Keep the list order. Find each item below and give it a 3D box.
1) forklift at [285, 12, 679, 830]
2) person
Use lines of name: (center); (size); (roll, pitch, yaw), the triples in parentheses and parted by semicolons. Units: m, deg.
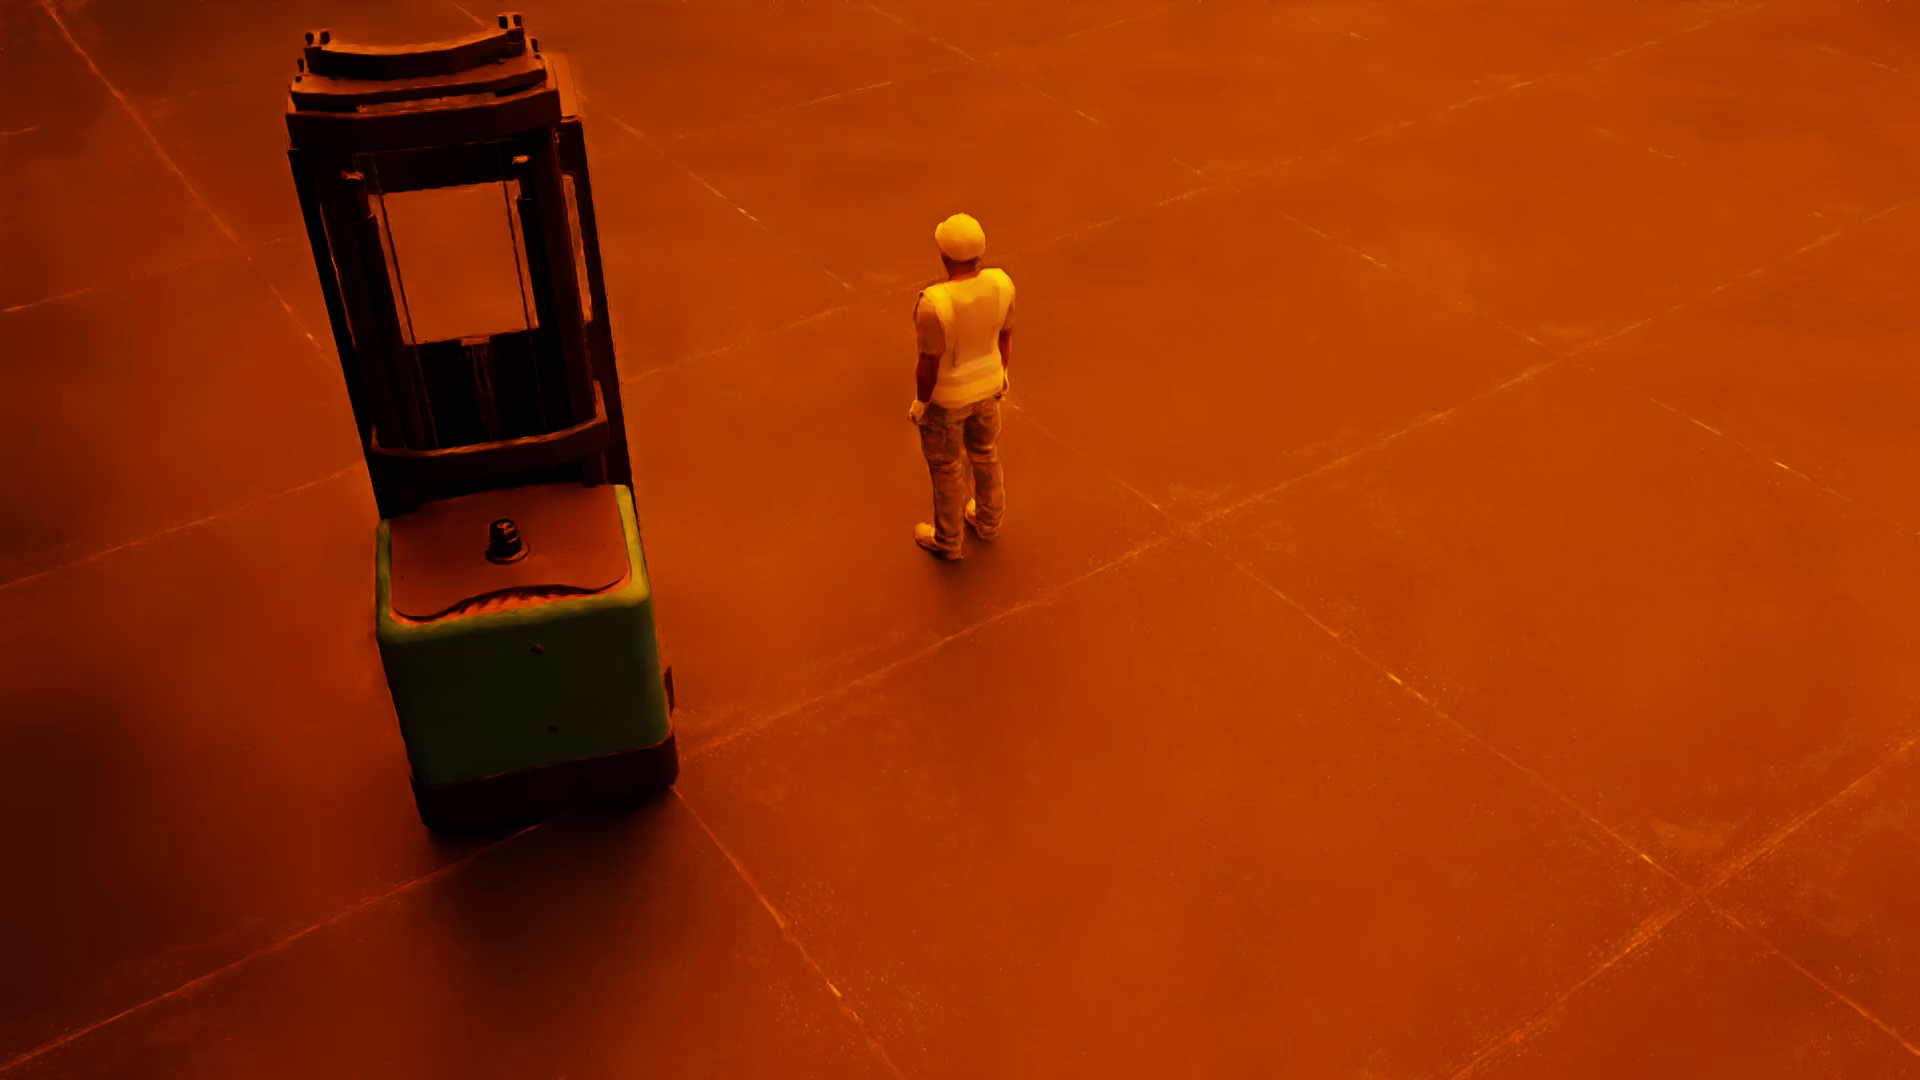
forklift: (-2.064, -0.887, 7.145); (1.130, 2.935, 3.031); (-9, 37, -12)
person: (-0.009, -0.724, 7.887); (0.546, 1.789, 0.365); (-23, 42, -28)
